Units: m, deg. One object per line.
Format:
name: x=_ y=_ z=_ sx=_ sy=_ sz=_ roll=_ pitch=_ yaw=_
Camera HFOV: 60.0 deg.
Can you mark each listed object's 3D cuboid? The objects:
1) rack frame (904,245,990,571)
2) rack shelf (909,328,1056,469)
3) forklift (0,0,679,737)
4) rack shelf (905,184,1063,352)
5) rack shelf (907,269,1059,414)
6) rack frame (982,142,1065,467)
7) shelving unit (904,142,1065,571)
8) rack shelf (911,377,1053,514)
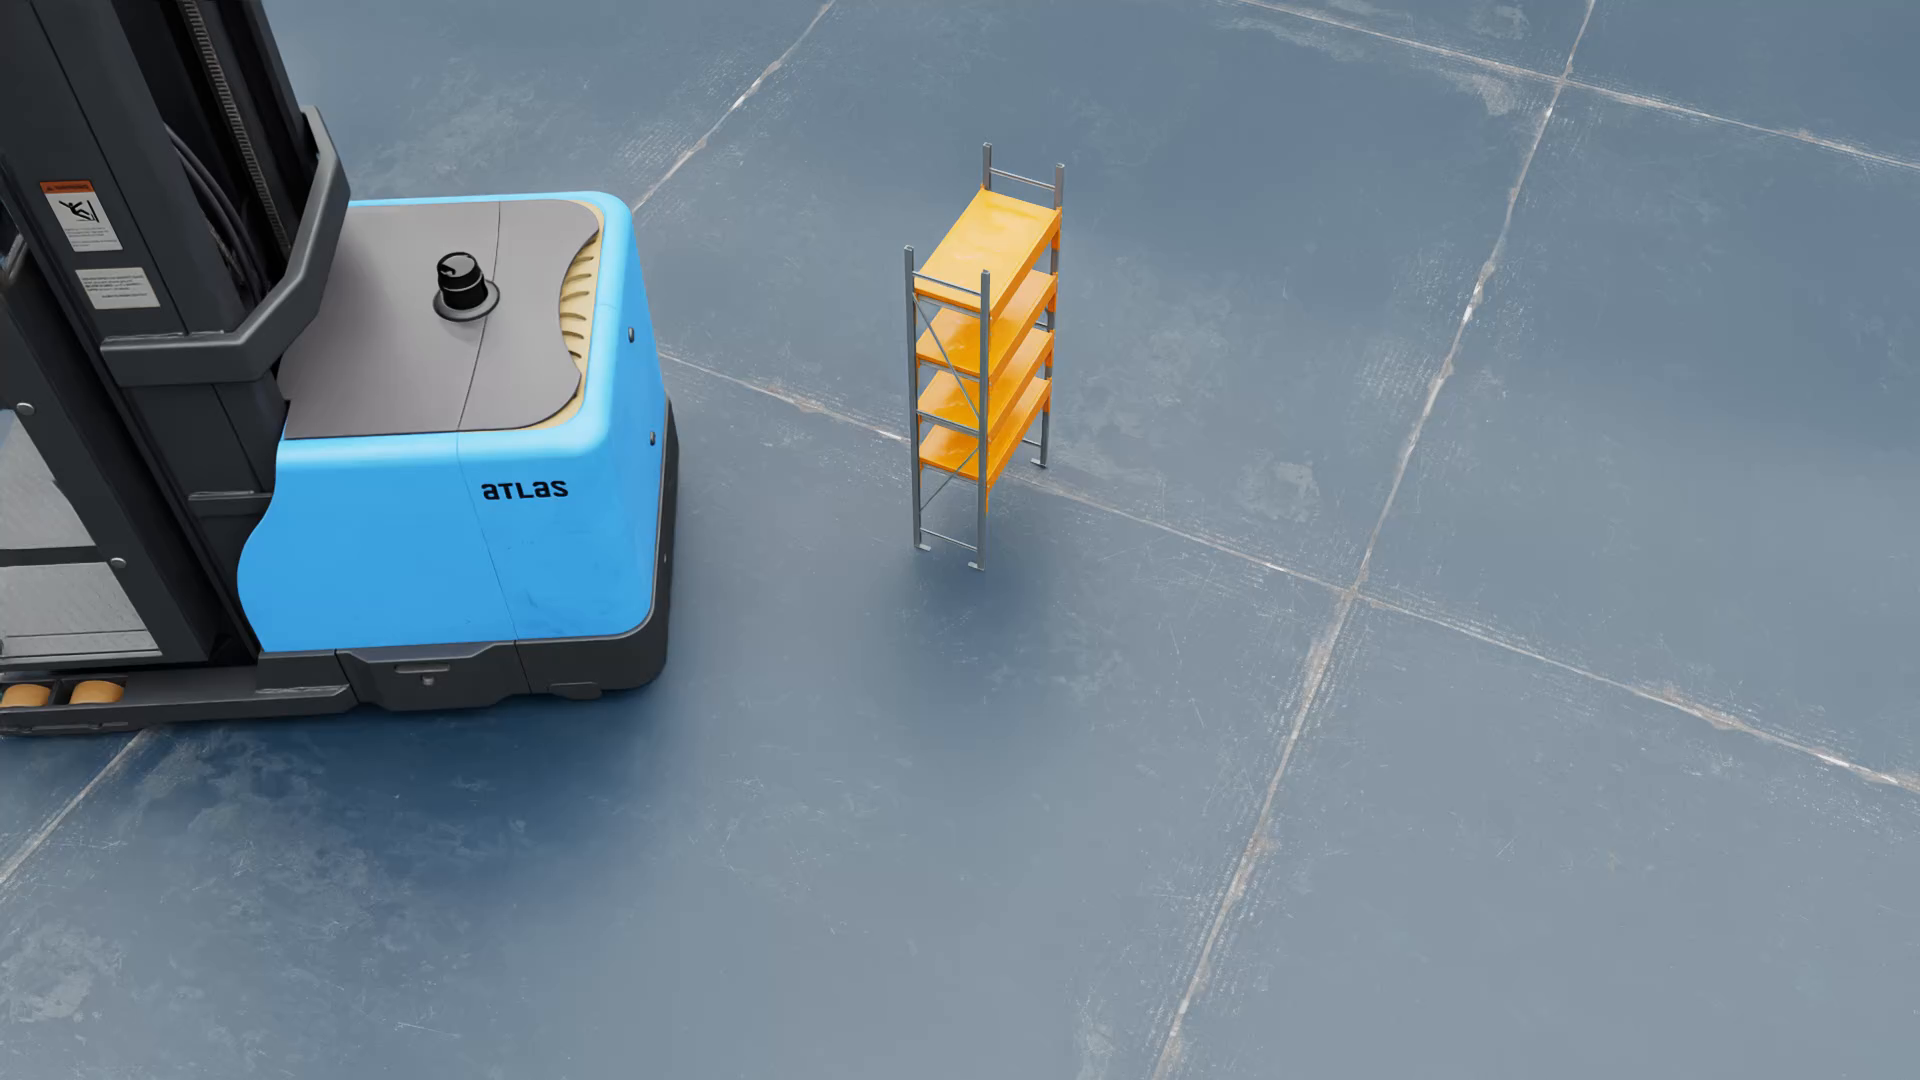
rack frame: x=-0.034 y=-0.335 z=4.747 sx=0.240 sy=1.200 sz=0.015 roll=20 pitch=52 yaw=16
rack shelf: x=0.071 y=-0.459 z=4.941 sx=0.258 sy=0.148 sz=0.480 roll=20 pitch=52 yaw=16
forklift: x=-2.398 y=-0.806 z=4.011 sx=3.031 sy=2.935 sz=1.130 roll=-3 pitch=50 yaw=-2
rack shelf: x=0.071 y=-0.757 z=4.591 sx=0.258 sy=0.148 sz=0.480 roll=20 pitch=52 yaw=16
rack shelf: x=0.071 y=-0.604 z=4.771 sx=0.258 sy=0.148 sz=0.480 roll=20 pitch=52 yaw=16
rack frame: x=0.175 y=-0.671 z=5.033 sx=0.240 sy=1.200 sz=0.015 roll=20 pitch=52 yaw=16
shelving unit: x=0.071 y=-0.503 z=4.890 sx=0.258 sy=1.200 sz=0.503 roll=20 pitch=52 yaw=16
rack shelf: x=0.071 y=-0.331 z=5.092 sx=0.258 sy=0.148 sz=0.480 roll=20 pitch=52 yaw=16
